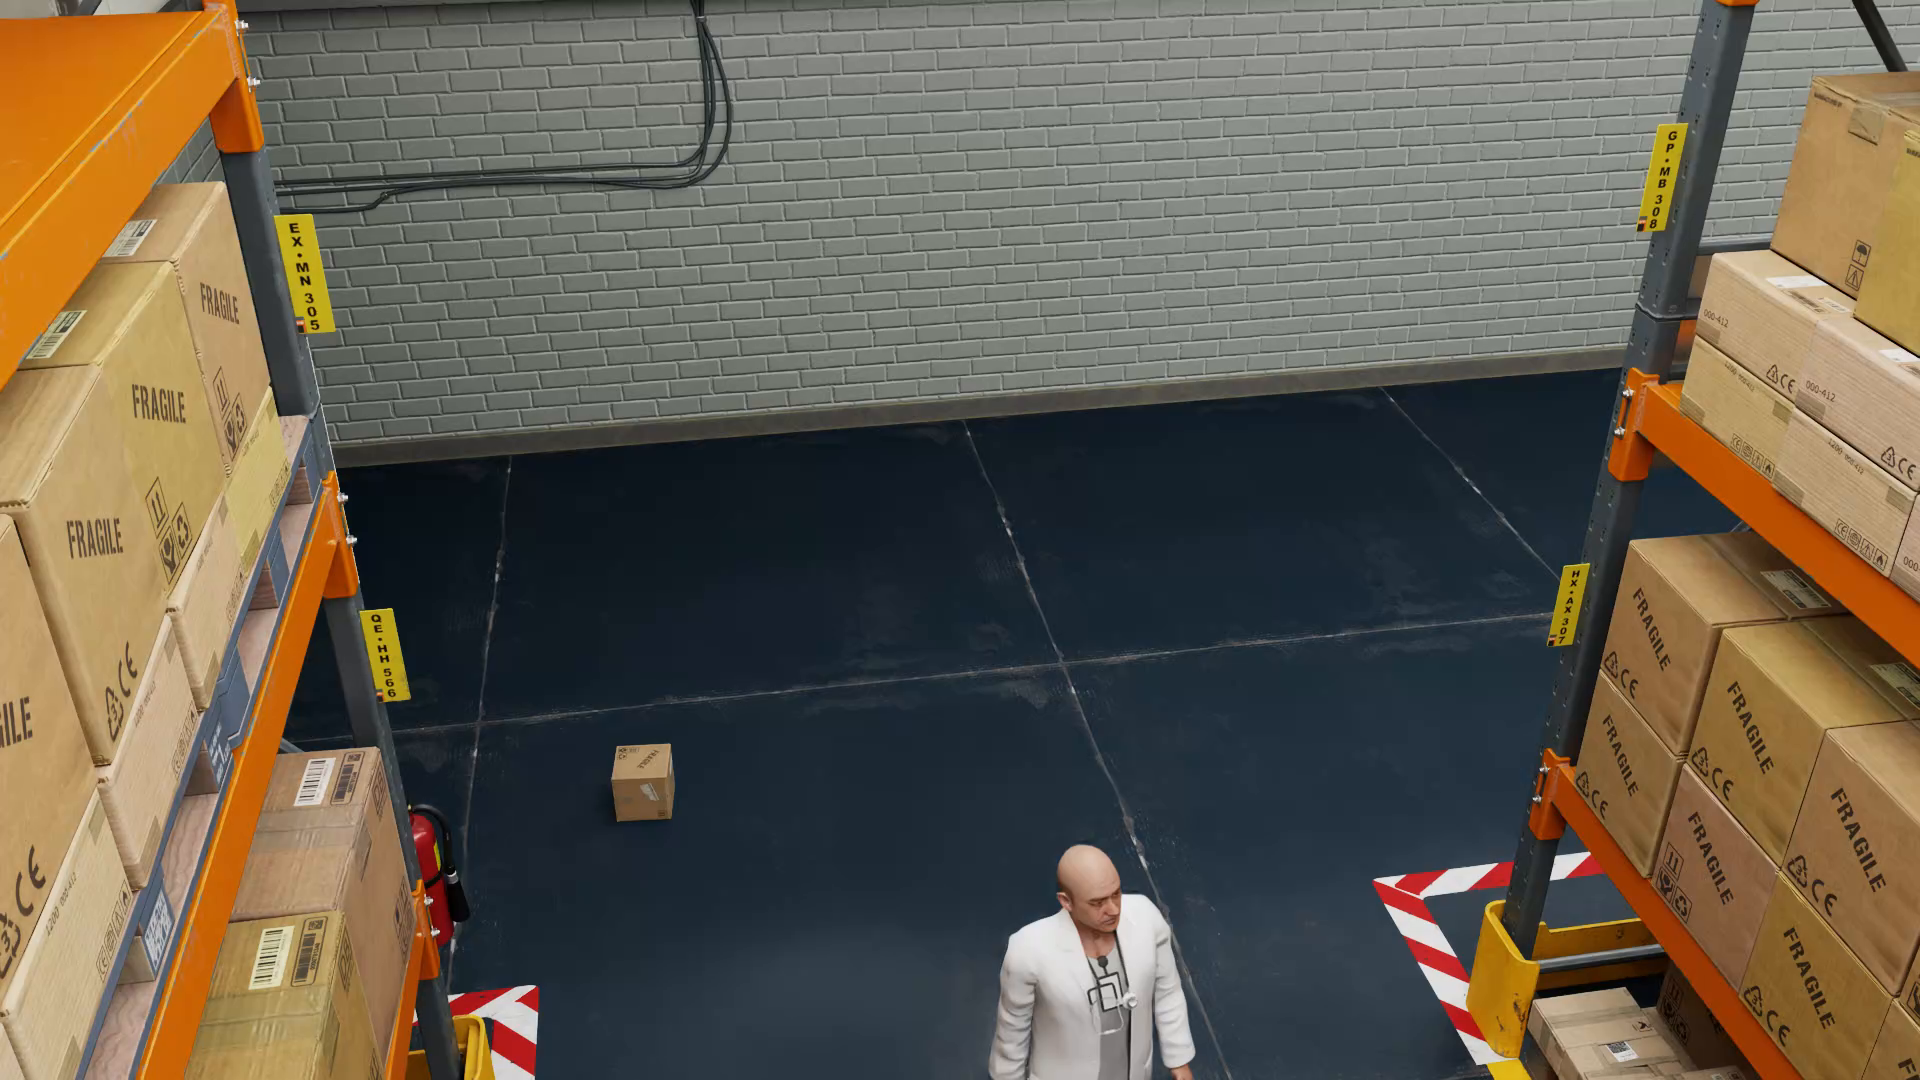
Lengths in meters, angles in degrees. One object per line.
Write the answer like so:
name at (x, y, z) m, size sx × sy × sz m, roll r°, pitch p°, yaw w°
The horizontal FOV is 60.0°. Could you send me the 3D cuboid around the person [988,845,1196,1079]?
person at (0.418, 1.664, 5.300) m, size 0.614 × 1.741 × 1.043 m, roll -15°, pitch 33°, yaw -23°
